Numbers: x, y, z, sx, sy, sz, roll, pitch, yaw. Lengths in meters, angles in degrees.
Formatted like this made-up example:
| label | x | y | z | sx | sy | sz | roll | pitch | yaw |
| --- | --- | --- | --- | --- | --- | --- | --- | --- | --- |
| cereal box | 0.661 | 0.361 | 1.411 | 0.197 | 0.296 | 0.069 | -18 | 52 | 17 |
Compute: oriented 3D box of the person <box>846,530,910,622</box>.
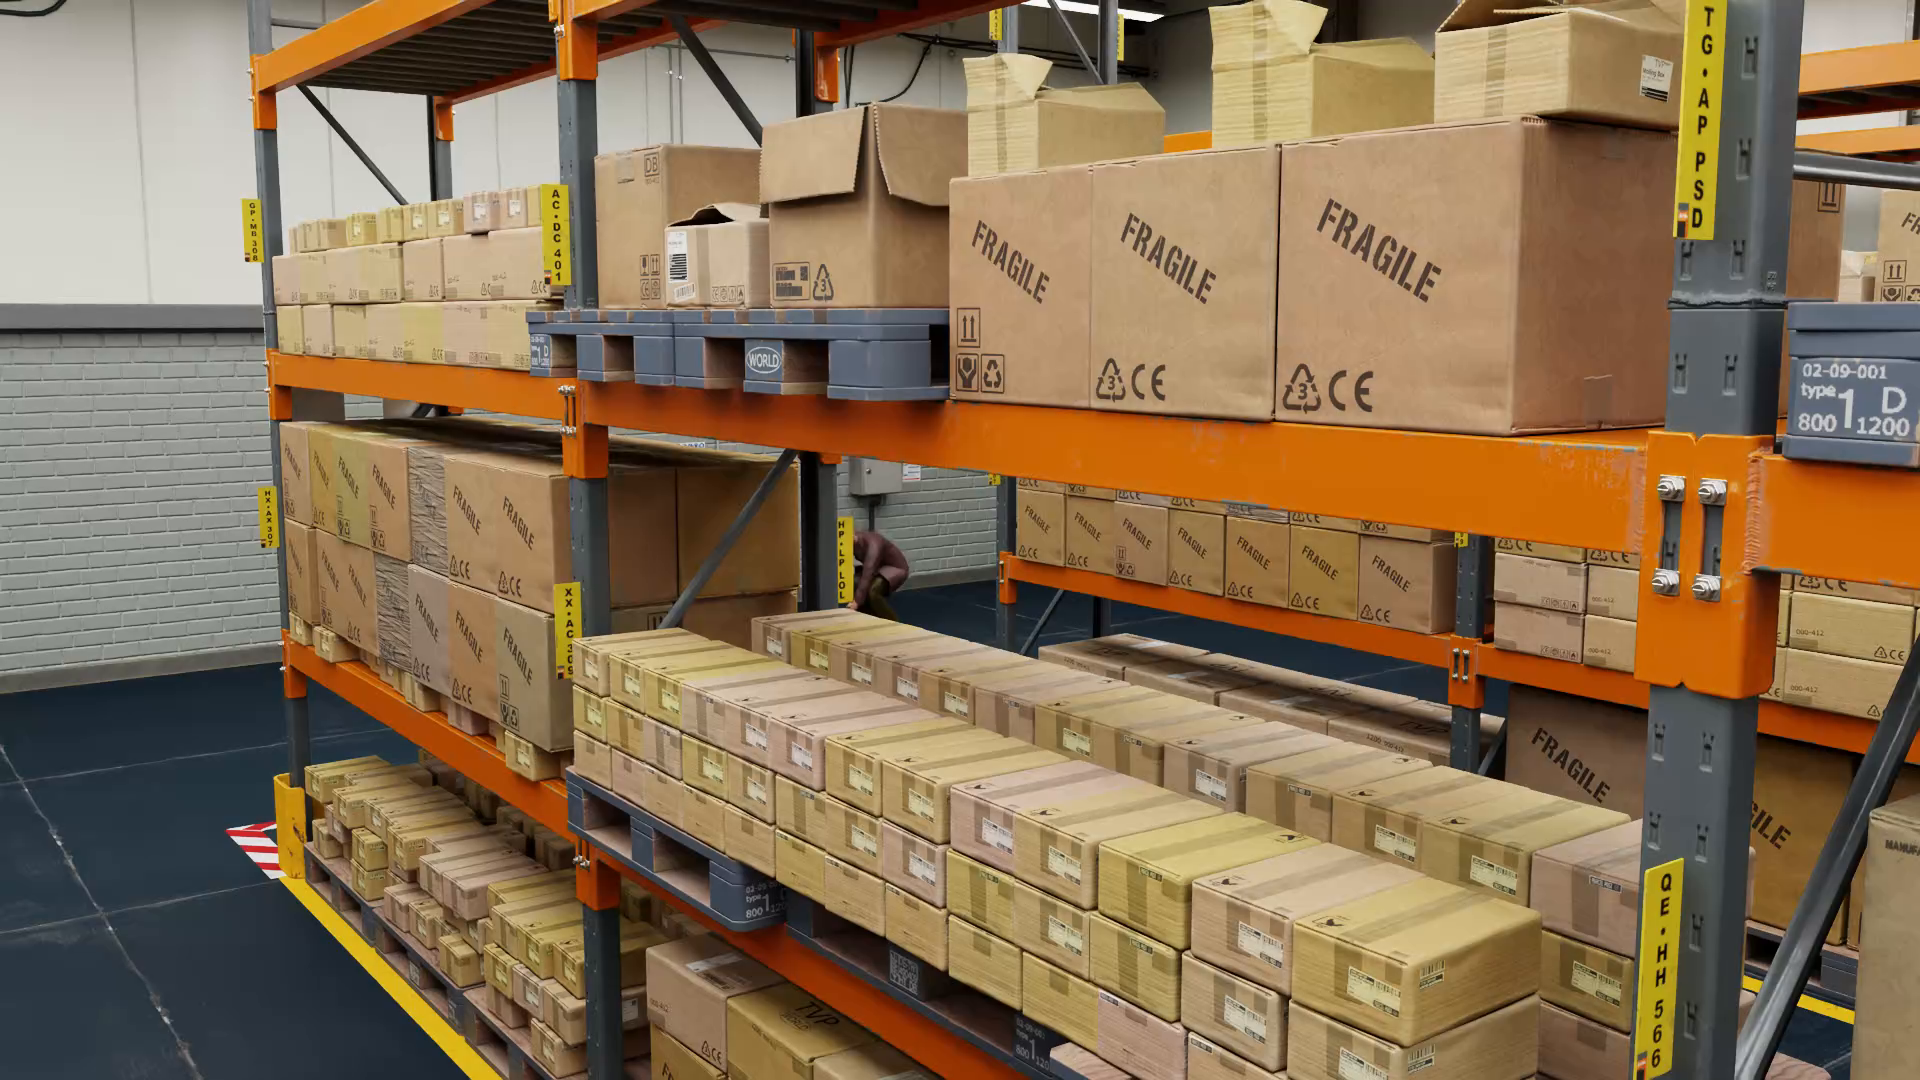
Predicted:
| label | x | y | z | sx | sy | sz | roll | pitch | yaw |
| --- | --- | --- | --- | --- | --- | --- | --- | --- | --- |
| person | -0.874 | 0.360 | 15.893 | 0.877 | 1.054 | 0.614 | -6 | 9 | -36 |
